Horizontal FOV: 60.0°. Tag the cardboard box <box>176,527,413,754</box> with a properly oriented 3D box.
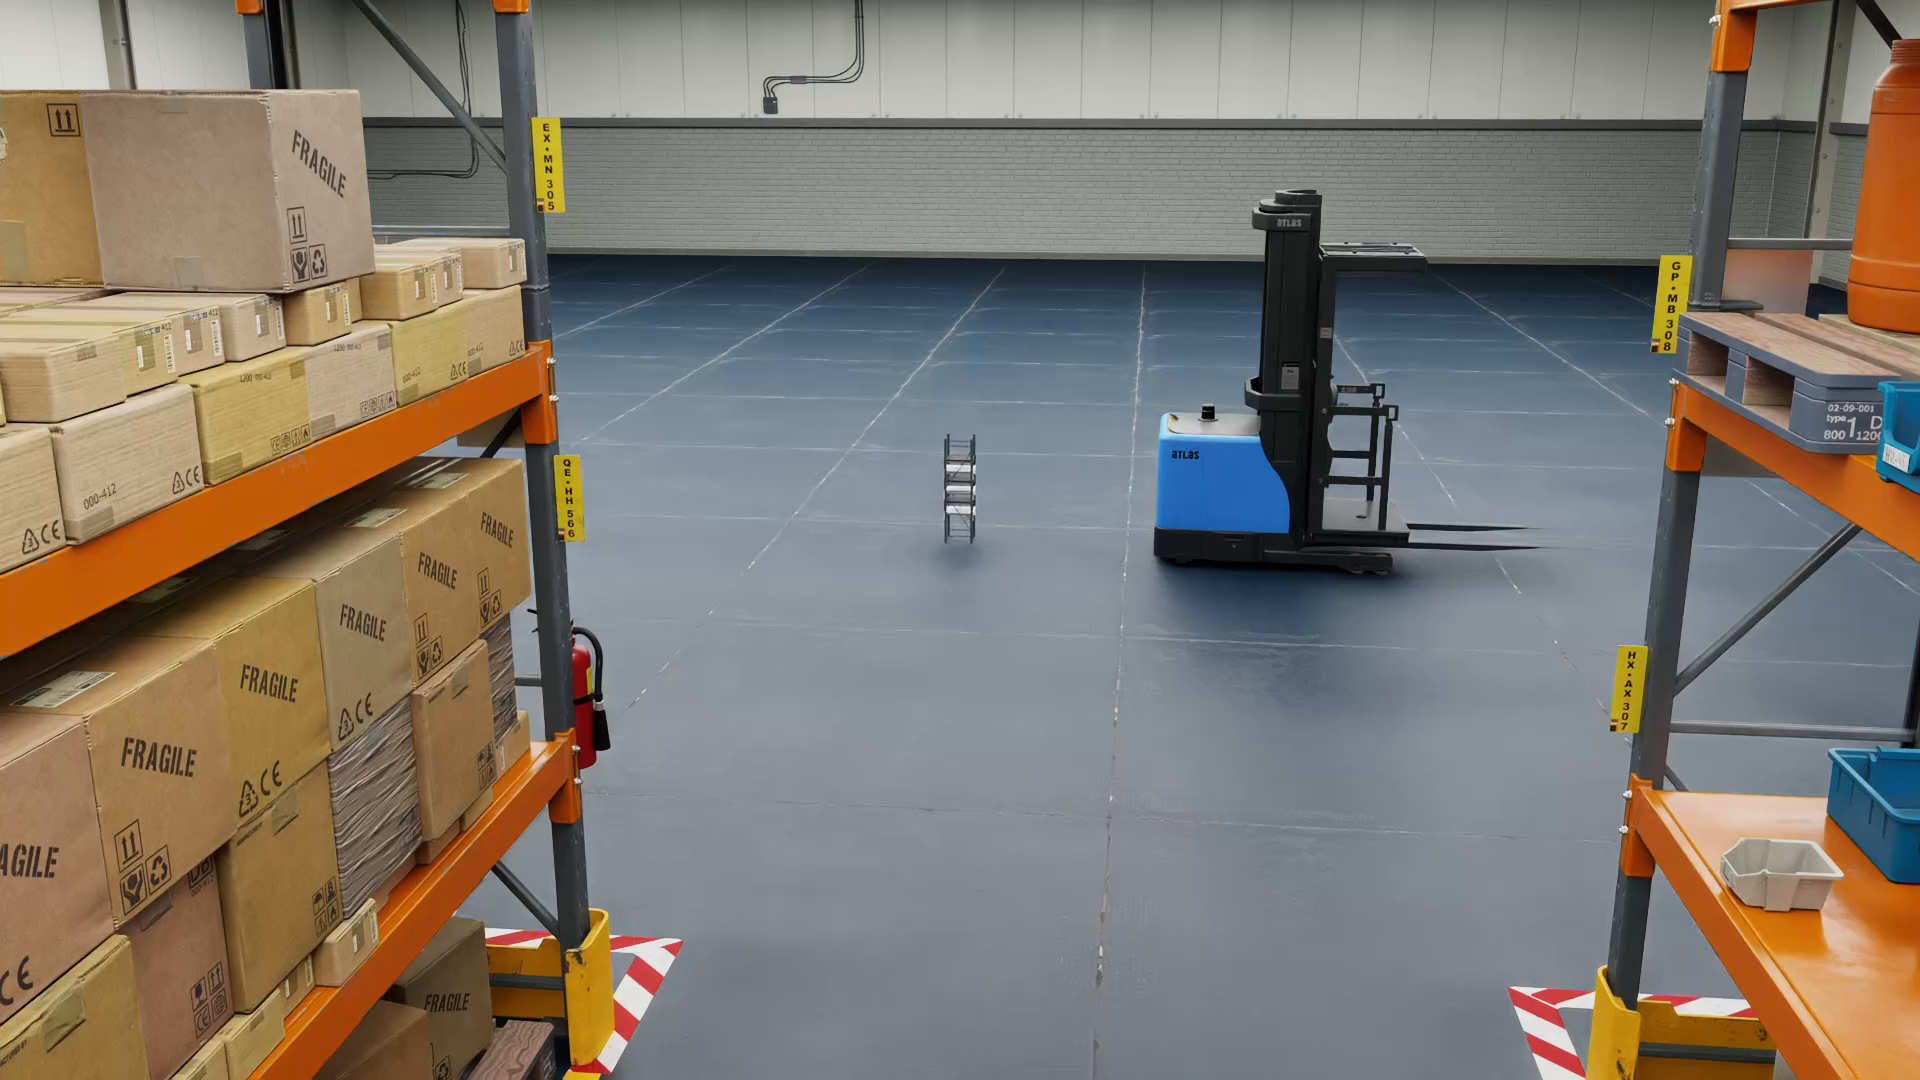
[{"bbox_3d":[-1.922,0.272,4.734,0.500,0.500,0.500,2,15,6],"label":"cardboard box"}]

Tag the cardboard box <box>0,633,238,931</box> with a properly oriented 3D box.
[{"bbox_3d":[-2.031,0.531,3.775,0.500,0.500,0.500,2,15,6],"label":"cardboard box"}]

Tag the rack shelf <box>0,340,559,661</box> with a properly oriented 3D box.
[{"bbox_3d":[-2.221,-0.045,4.215,1.077,0.370,4.000,2,15,6],"label":"rack shelf"}]

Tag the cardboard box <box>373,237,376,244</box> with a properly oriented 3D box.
[{"bbox_3d":[-2.256,-0.967,5.768,0.380,0.149,0.250,2,15,6],"label":"cardboard box"}]

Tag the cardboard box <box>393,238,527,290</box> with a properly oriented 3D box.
[{"bbox_3d":[-1.717,-0.950,5.706,0.380,0.149,0.250,2,15,6],"label":"cardboard box"}]

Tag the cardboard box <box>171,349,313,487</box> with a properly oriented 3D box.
[{"bbox_3d":[-1.969,-0.314,4.116,0.500,0.250,0.500,1,15,5],"label":"cardboard box"}]

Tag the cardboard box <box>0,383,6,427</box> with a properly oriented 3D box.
[{"bbox_3d":[-2.105,-0.275,3.209,0.380,0.149,0.250,2,15,8],"label":"cardboard box"}]

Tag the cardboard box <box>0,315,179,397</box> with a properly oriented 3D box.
[{"bbox_3d":[-1.994,-0.408,3.703,0.380,0.149,0.250,1,15,5],"label":"cardboard box"}]

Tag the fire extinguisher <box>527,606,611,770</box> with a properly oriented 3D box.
[{"bbox_3d":[-1.525,0.558,6.500,0.296,0.674,0.183,2,15,6],"label":"fire extinguisher"}]

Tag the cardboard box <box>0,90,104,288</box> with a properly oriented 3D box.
[{"bbox_3d":[-2.431,-0.967,4.527,0.500,0.500,0.500,2,15,6],"label":"cardboard box"}]

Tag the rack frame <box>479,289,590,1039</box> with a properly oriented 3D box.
[{"bbox_3d":[-1.995,0.537,6.431,1.000,3.000,0.127,2,15,6],"label":"rack frame"}]

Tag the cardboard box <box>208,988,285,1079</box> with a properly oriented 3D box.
[{"bbox_3d":[-1.968,1.259,4.240,0.380,0.149,0.250,2,15,6],"label":"cardboard box"}]

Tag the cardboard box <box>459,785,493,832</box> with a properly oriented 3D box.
[{"bbox_3d":[-1.828,0.869,5.682,0.380,0.149,0.250,2,15,6],"label":"cardboard box"}]

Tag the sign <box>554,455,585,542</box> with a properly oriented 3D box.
[{"bbox_3d":[-1.446,-0.153,6.159,0.100,0.325,0.005,2,15,6],"label":"sign"}]

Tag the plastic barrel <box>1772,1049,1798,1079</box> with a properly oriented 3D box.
[{"bbox_3d":[2.928,1.854,5.522,0.421,0.512,0.421,0,15,0],"label":"plastic barrel"}]

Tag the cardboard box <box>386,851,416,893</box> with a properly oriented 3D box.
[{"bbox_3d":[-1.941,0.997,5.209,0.380,0.149,0.250,2,15,6],"label":"cardboard box"}]

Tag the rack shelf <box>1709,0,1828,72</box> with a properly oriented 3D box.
[{"bbox_3d":[2.700,-1.154,3.336,1.077,0.370,4.000,2,15,6],"label":"rack shelf"}]

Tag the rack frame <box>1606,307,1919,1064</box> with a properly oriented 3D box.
[{"bbox_3d":[2.926,0.683,5.891,1.000,3.000,0.127,2,15,6],"label":"rack frame"}]

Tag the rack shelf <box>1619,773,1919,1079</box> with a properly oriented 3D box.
[{"bbox_3d":[2.700,1.549,4.067,1.077,0.370,4.000,2,15,6],"label":"rack shelf"}]

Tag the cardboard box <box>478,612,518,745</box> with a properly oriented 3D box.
[{"bbox_3d":[-2.085,0.487,5.854,0.875,0.500,0.500,2,15,6],"label":"cardboard box"}]

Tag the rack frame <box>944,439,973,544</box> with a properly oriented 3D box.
[{"bbox_3d":[-0.012,-0.406,13.939,0.240,0.900,0.006,2,15,6],"label":"rack frame"}]

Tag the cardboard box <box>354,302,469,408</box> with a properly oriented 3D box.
[{"bbox_3d":[-1.851,-0.577,5.089,0.500,0.250,0.500,2,15,7],"label":"cardboard box"}]

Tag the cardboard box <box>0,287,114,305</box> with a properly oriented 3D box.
[{"bbox_3d":[-2.419,-0.564,4.280,0.380,0.149,0.250,2,15,6],"label":"cardboard box"}]

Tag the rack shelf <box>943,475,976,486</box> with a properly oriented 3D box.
[{"bbox_3d":[-0.001,-0.487,14.022,0.258,0.077,0.200,2,15,6],"label":"rack shelf"}]

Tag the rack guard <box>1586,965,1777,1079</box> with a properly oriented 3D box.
[{"bbox_3d":[2.964,1.910,6.139,1.175,0.500,0.348,2,15,6],"label":"rack guard"}]

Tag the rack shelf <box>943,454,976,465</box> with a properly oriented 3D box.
[{"bbox_3d":[-0.001,-0.661,13.975,0.258,0.077,0.200,2,15,6],"label":"rack shelf"}]

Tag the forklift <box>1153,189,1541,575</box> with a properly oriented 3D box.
[{"bbox_3d":[3.124,-1.285,13.299,3.031,2.935,1.130,2,15,8],"label":"forklift"}]

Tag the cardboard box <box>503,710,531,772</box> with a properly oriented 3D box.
[{"bbox_3d":[-1.822,0.738,6.168,0.380,0.149,0.250,2,15,6],"label":"cardboard box"}]

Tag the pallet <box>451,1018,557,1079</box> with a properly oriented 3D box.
[{"bbox_3d":[-2.131,2.112,5.946,1.003,0.211,1.213,2,15,6],"label":"pallet"}]

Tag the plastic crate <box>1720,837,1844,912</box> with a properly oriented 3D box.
[{"bbox_3d":[2.505,1.032,5.102,0.298,0.136,0.250,2,15,6],"label":"plastic crate"}]

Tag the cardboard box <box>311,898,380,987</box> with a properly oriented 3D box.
[{"bbox_3d":[-1.887,1.130,4.717,0.380,0.149,0.250,2,15,6],"label":"cardboard box"}]

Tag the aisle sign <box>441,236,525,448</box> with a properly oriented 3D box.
[{"bbox_3d":[-1.690,-0.725,6.118,0.394,0.787,0.004,2,15,6],"label":"aisle sign"}]

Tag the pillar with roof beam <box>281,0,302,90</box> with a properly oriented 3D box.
[{"bbox_3d":[-10.086,-10.296,35.001,9.100,9.000,0.400,2,15,6],"label":"pillar with roof beam"}]

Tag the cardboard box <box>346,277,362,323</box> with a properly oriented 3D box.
[{"bbox_3d":[-1.941,-0.686,4.728,0.380,0.149,0.250,2,15,7],"label":"cardboard box"}]

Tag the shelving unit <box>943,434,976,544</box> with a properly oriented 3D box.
[{"bbox_3d":[-0.001,-0.432,14.037,0.258,0.900,0.210,2,15,6],"label":"shelving unit"}]

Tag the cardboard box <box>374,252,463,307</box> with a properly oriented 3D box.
[{"bbox_3d":[-1.784,-0.812,5.195,0.380,0.149,0.250,1,15,4],"label":"cardboard box"}]

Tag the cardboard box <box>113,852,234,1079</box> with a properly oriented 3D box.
[{"bbox_3d":[-2.287,1.006,3.933,0.875,0.500,0.500,2,15,6],"label":"cardboard box"}]

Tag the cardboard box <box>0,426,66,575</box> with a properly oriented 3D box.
[{"bbox_3d":[-2.087,-0.048,3.134,0.500,0.250,0.500,2,15,6],"label":"cardboard box"}]

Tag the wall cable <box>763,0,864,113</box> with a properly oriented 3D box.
[{"bbox_3d":[-3.286,-12.506,36.658,2.305,6.003,0.169,2,15,6],"label":"wall cable"}]

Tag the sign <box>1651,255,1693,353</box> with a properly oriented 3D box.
[{"bbox_3d":[2.380,-0.787,5.563,0.100,0.325,0.005,2,15,6],"label":"sign"}]

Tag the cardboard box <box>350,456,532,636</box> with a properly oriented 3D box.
[{"bbox_3d":[-1.812,0.012,5.694,0.500,0.500,0.500,2,15,6],"label":"cardboard box"}]

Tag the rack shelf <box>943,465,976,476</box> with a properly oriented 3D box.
[{"bbox_3d":[-0.001,-0.574,13.999,0.258,0.077,0.200,2,15,6],"label":"rack shelf"}]

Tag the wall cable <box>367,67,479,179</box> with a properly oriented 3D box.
[{"bbox_3d":[-12.717,-9.649,38.556,3.097,2.526,0.112,2,15,6],"label":"wall cable"}]

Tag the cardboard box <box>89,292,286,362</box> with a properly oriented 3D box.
[{"bbox_3d":[-1.948,-0.543,4.201,0.380,0.149,0.250,1,15,3],"label":"cardboard box"}]

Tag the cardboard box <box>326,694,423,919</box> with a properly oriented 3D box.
[{"bbox_3d":[-2.121,0.748,4.887,0.875,0.500,0.500,2,15,6],"label":"cardboard box"}]

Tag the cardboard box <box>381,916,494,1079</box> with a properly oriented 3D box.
[{"bbox_3d":[-2.082,1.702,6.105,0.500,0.500,0.500,5,16,17],"label":"cardboard box"}]
